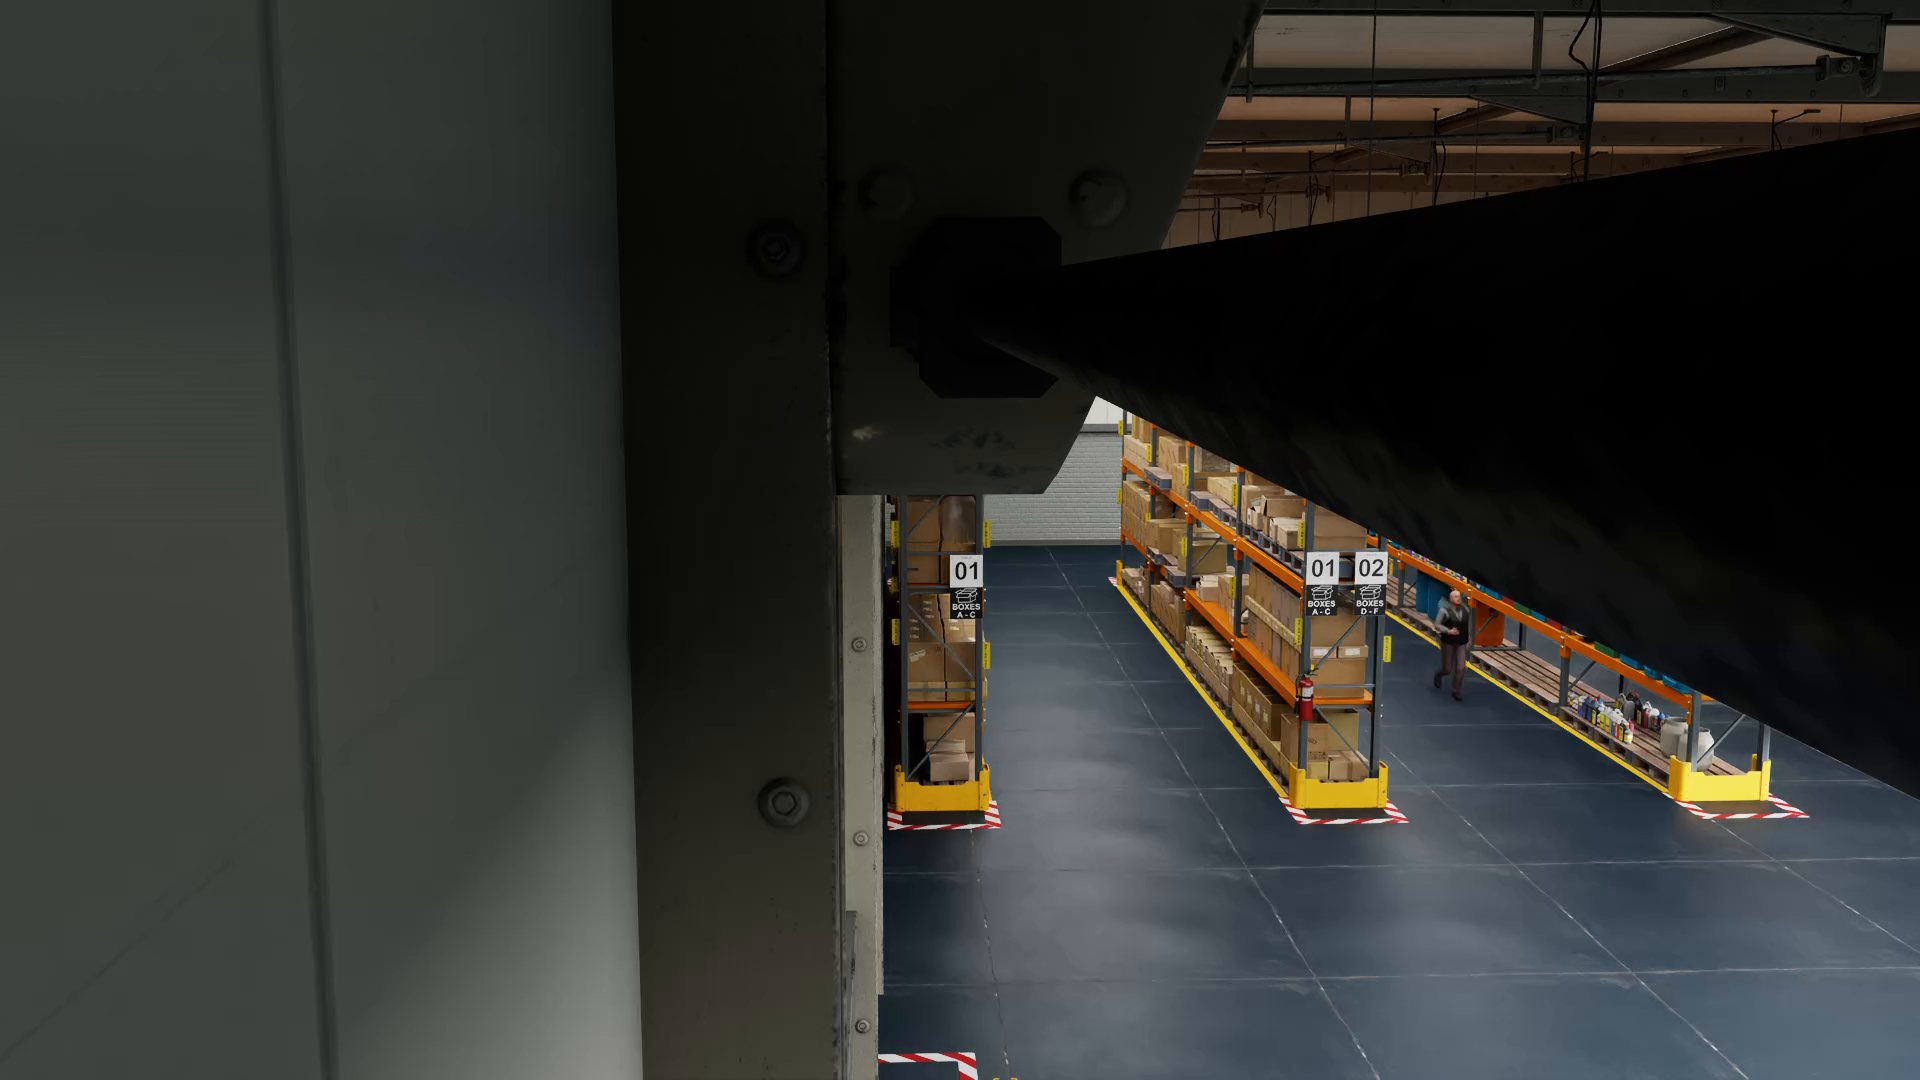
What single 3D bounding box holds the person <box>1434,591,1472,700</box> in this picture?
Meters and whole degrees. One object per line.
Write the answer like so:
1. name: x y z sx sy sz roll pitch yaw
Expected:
1. person: 7.774 1.631 26.236 0.665 1.693 0.775 -1 9 -9
